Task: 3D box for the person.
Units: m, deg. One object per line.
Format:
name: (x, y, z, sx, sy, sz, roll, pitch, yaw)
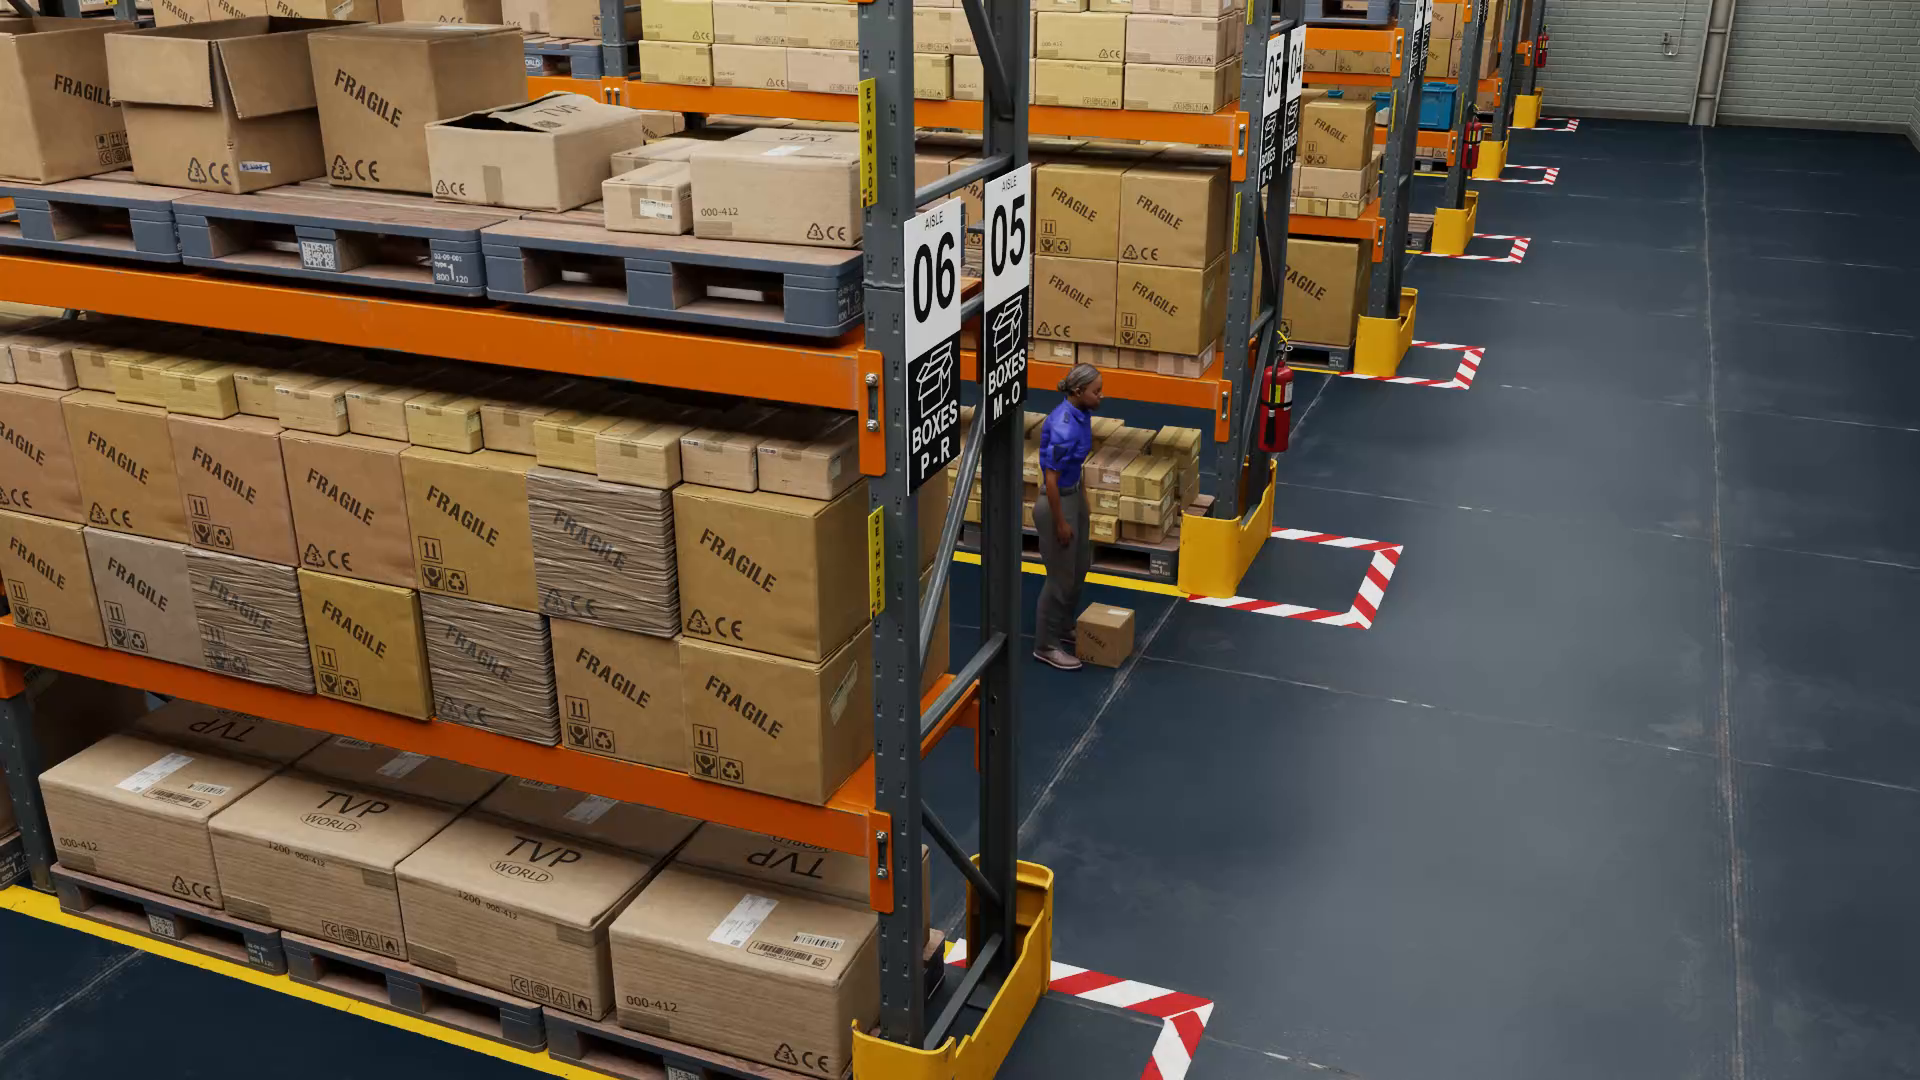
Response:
person: (0.581, -0.155, 8.973, 0.348, 1.655, 0.527, 8, 24, 18)
